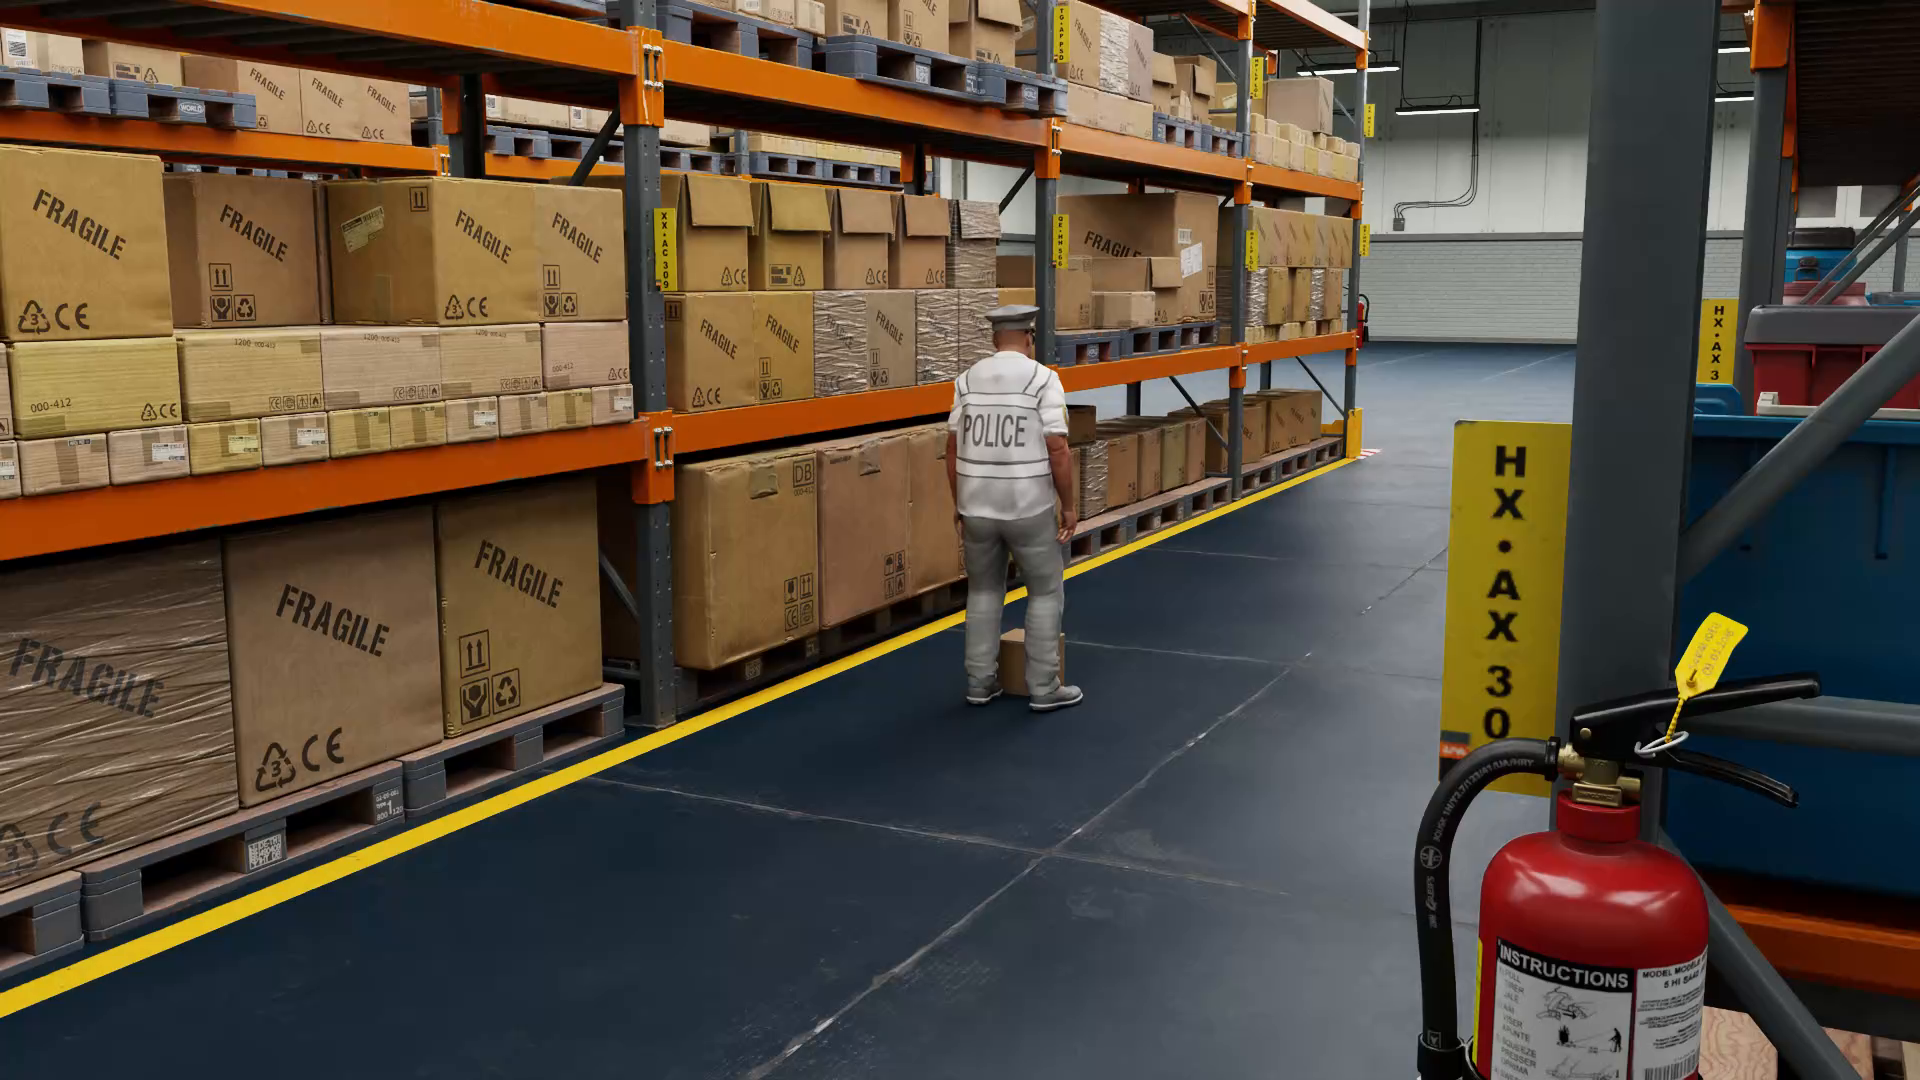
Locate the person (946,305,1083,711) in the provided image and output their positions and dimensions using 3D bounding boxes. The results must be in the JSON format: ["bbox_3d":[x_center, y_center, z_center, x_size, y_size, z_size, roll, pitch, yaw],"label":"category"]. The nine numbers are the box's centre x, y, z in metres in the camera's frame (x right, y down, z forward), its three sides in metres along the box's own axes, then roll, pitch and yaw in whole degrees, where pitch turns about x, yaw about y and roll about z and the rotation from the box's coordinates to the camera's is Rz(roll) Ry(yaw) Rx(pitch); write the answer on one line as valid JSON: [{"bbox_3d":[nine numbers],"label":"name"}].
[{"bbox_3d":[0.217,-0.140,7.223,0.584,1.747,0.440,4,10,24],"label":"person"}]
